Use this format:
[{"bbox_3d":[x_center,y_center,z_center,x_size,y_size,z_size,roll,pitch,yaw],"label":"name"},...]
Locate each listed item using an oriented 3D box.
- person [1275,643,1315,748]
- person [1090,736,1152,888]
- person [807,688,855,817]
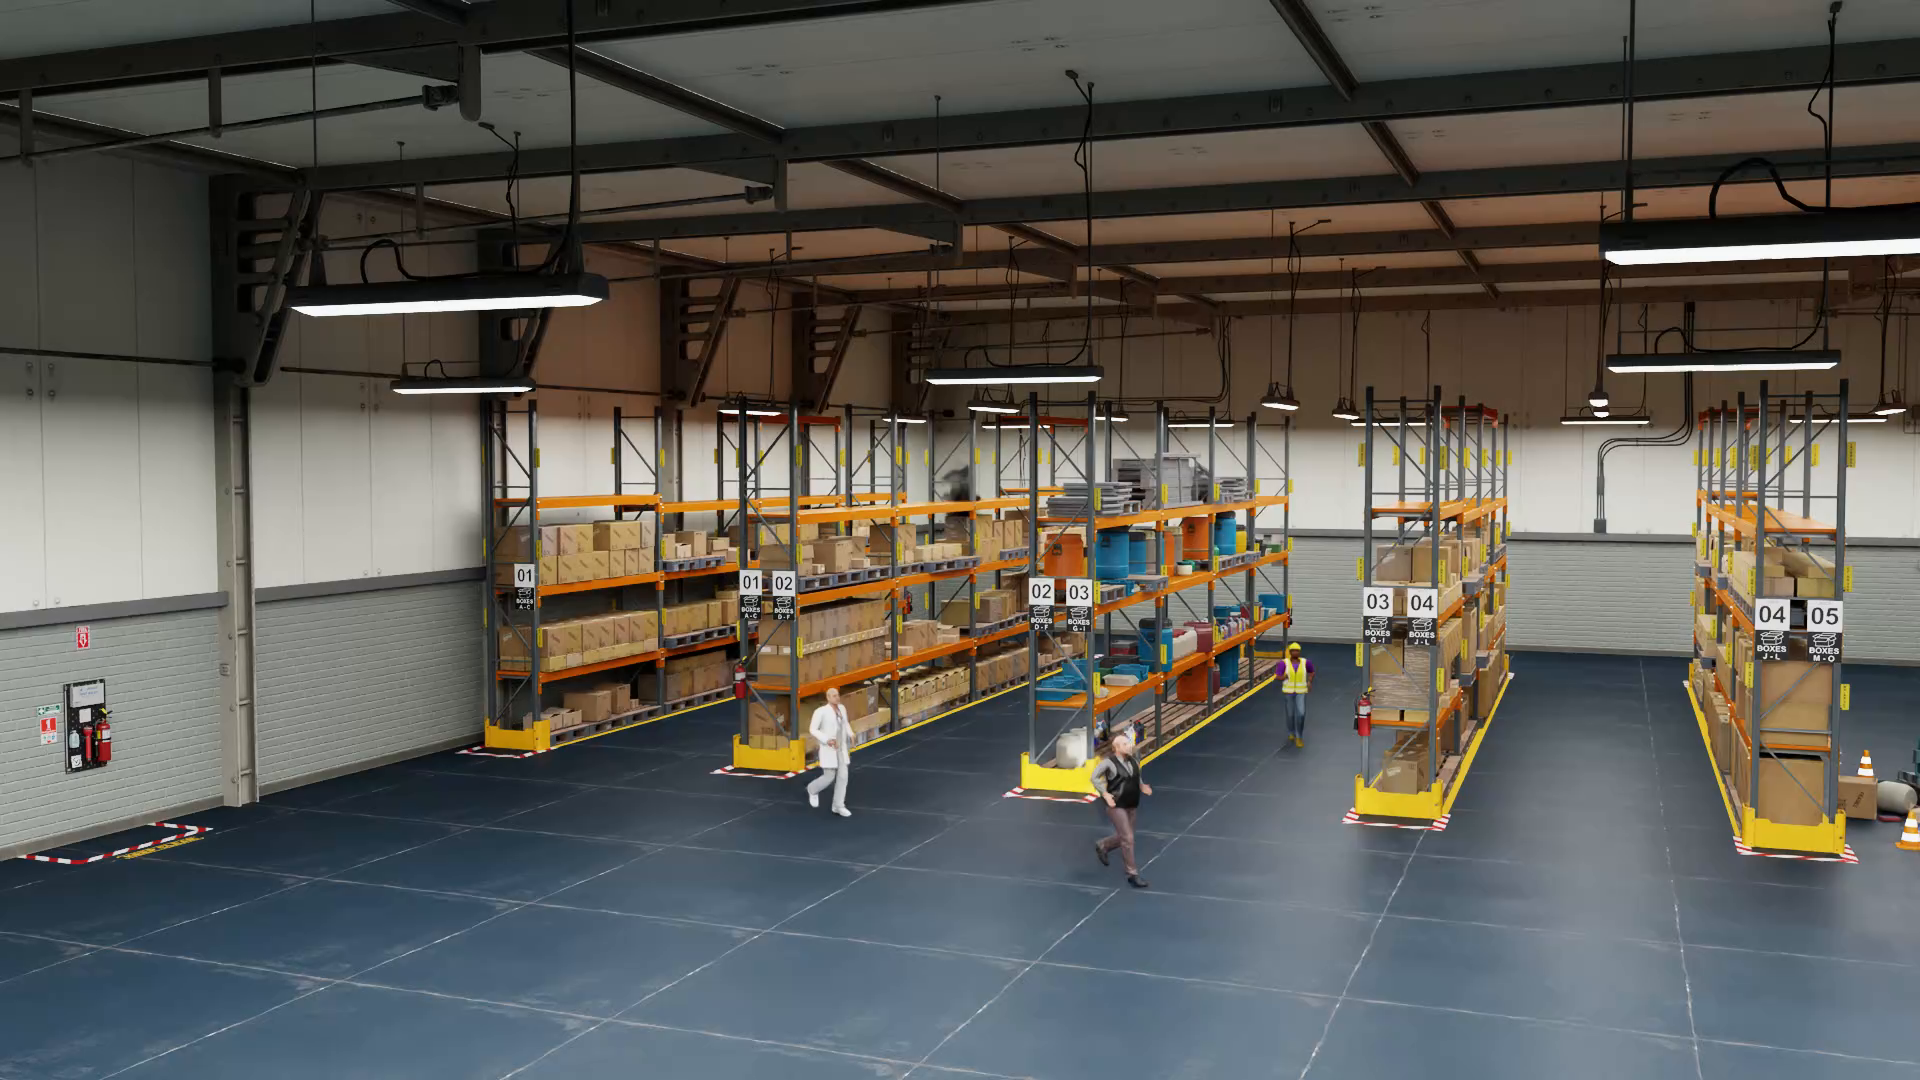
[{"bbox_3d":[5.823,2.696,28.909,0.673,1.824,0.713,1,3,11],"label":"person"},{"bbox_3d":[1.898,3.176,19.689,0.663,1.727,0.928,-2,4,-40],"label":"person"},{"bbox_3d":[-1.818,2.968,23.470,0.737,1.773,0.837,-3,4,-42],"label":"person"}]
